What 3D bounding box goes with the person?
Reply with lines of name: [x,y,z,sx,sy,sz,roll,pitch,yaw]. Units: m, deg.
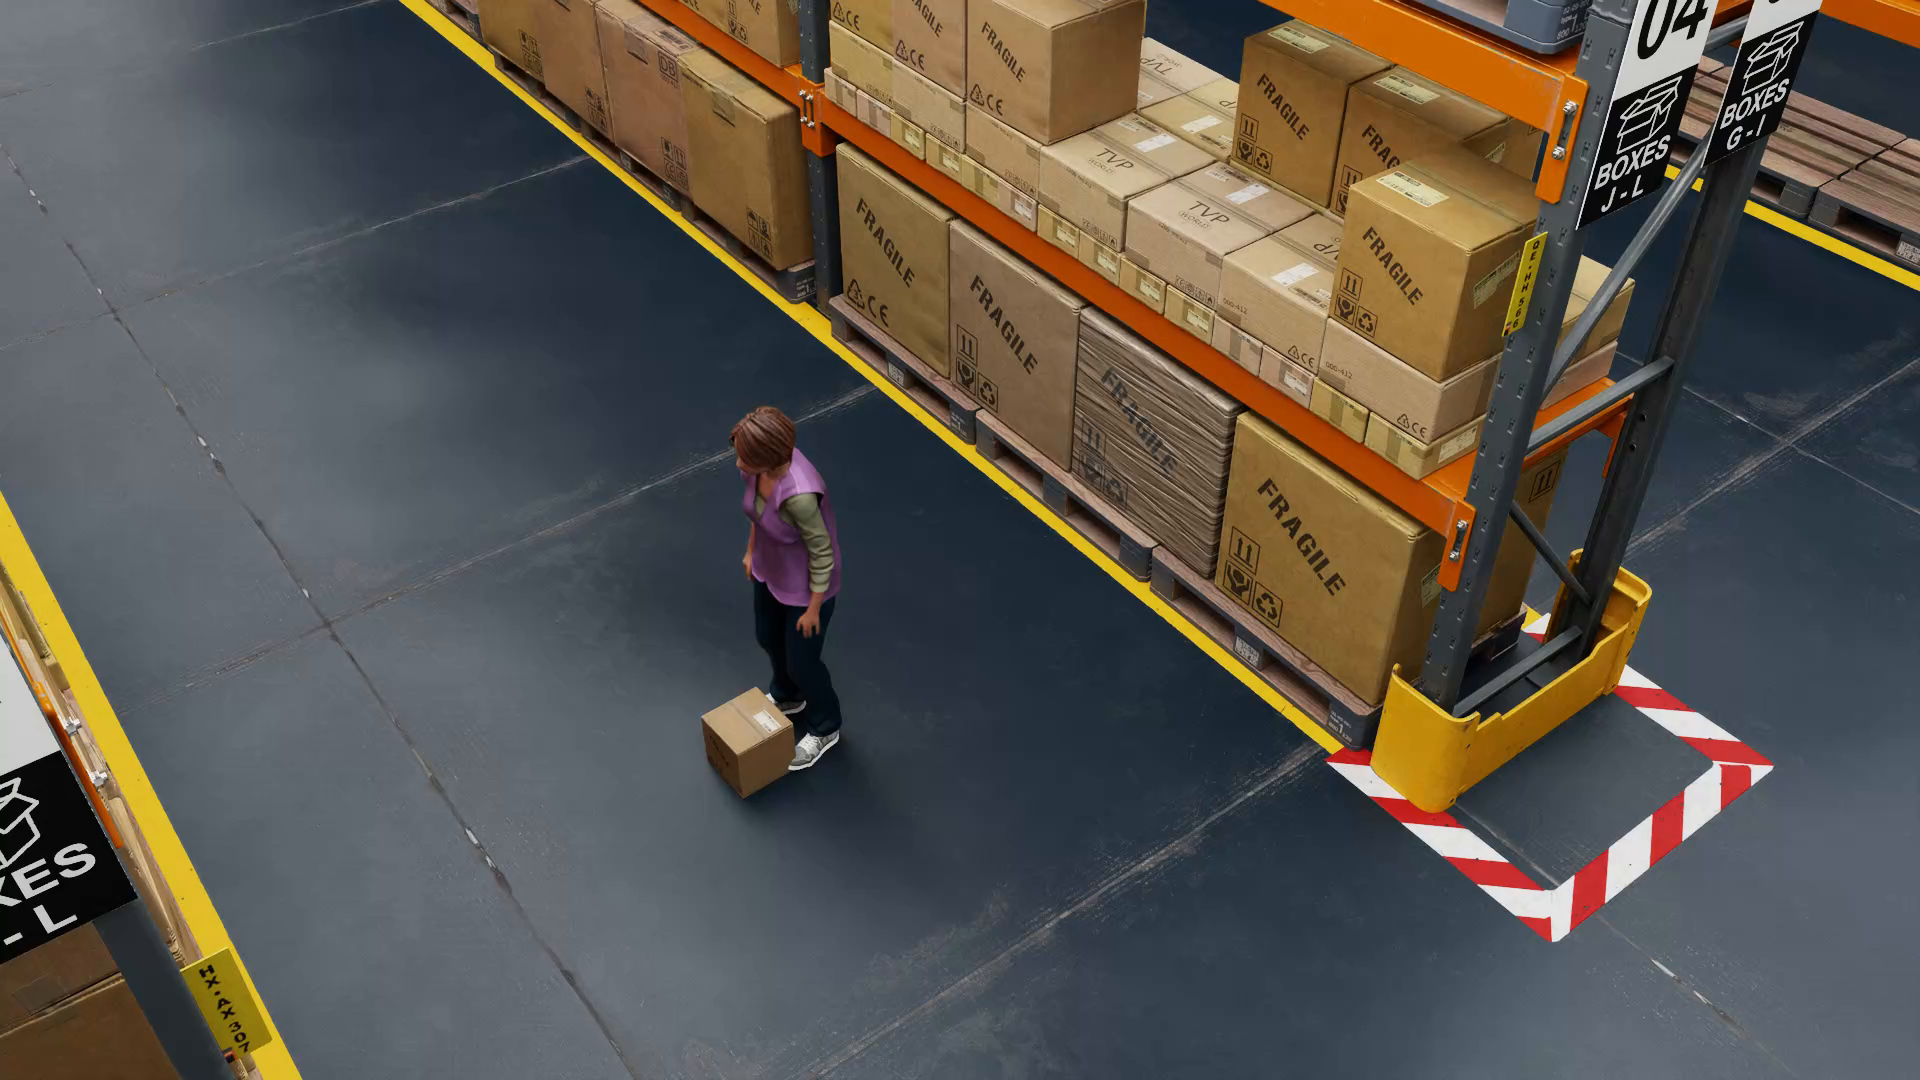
person: [-0.610,0.154,5.989,0.347,1.591,0.459,-27,48,-28]
